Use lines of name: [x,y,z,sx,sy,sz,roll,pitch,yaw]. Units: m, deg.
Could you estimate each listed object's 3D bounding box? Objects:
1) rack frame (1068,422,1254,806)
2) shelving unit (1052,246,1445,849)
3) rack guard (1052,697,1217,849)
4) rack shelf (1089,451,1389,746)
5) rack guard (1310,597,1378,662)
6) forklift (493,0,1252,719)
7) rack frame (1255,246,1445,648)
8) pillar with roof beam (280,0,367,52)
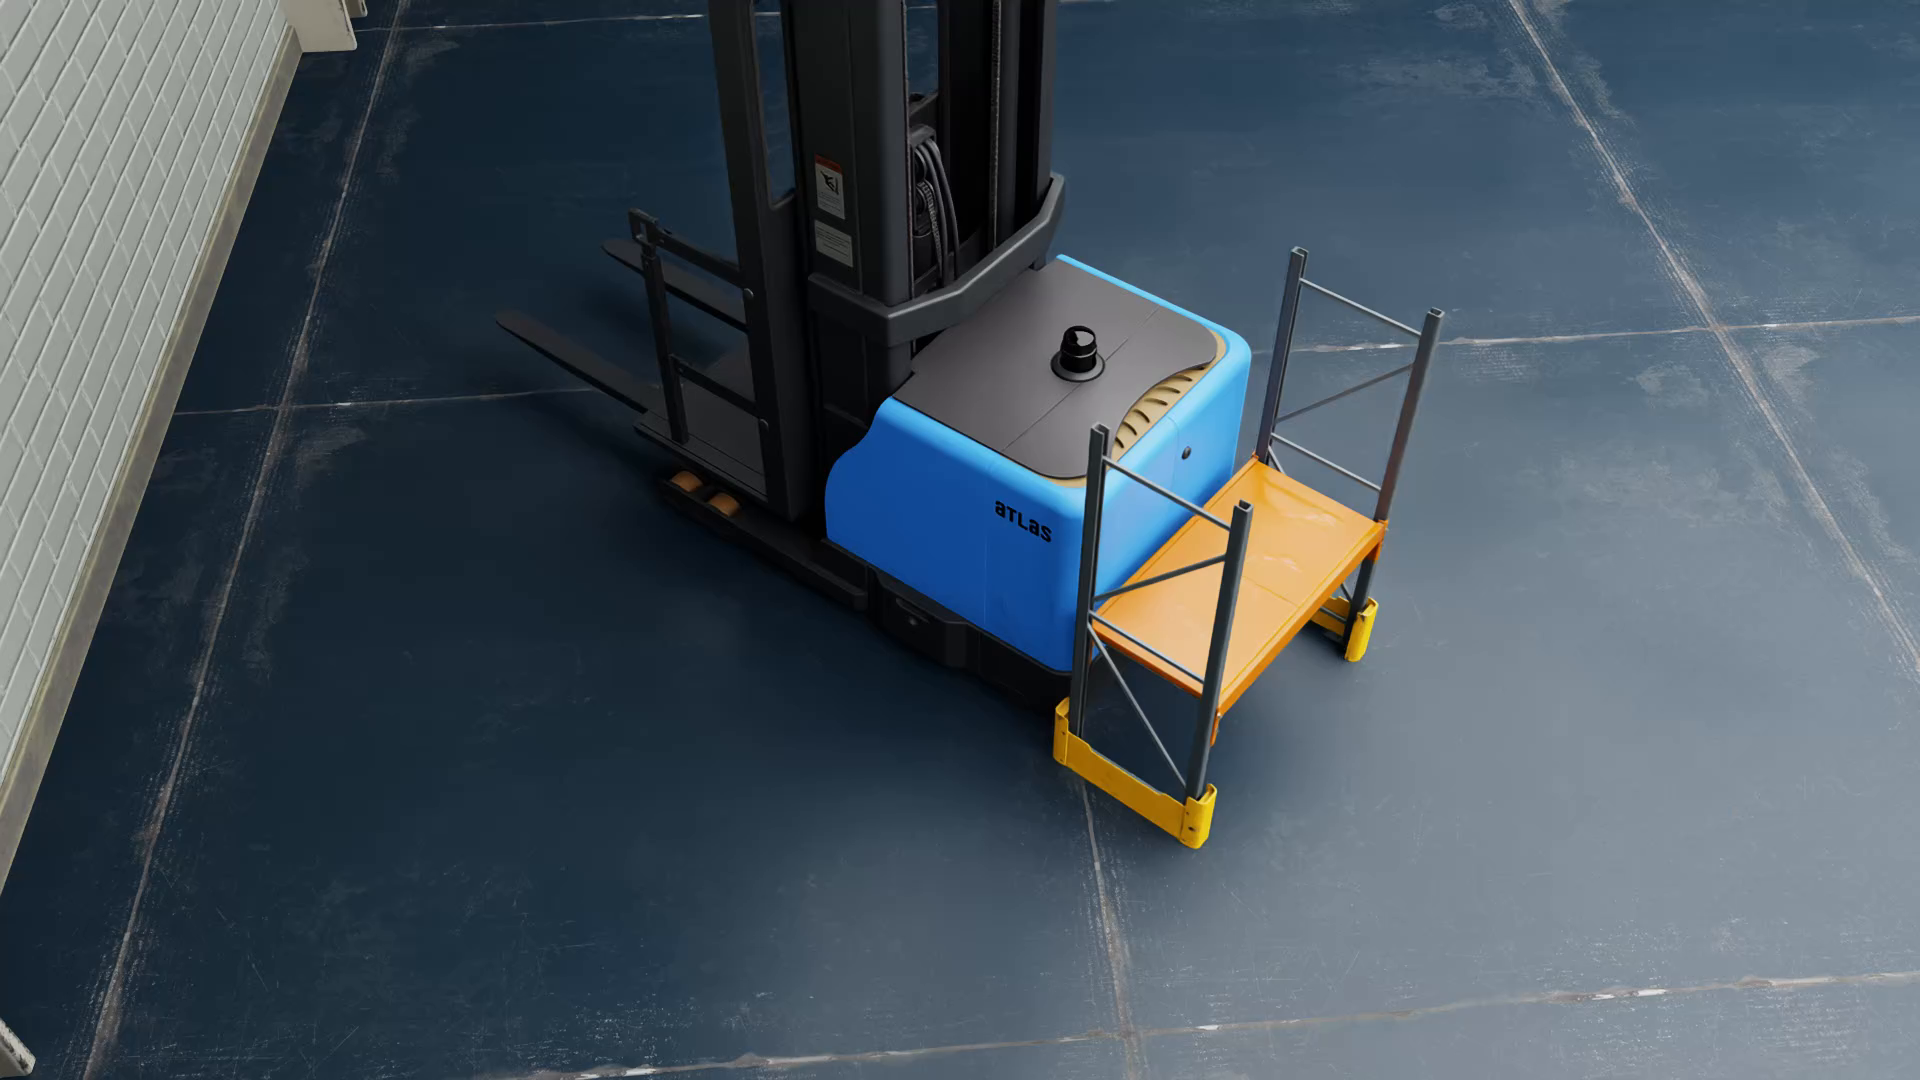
rack frame: [0.553,0.321,4.913,0.500,1.500,0.032,31,54,26]
shelving unit: [0.871,0.041,5.178,0.587,1.500,1.083,31,54,26]
rack guard: [0.554,0.750,5.368,0.587,0.250,0.087,31,54,26]
rack shelf: [0.877,0.160,5.313,0.538,0.185,1.000,31,54,26]
rack guard: [1.188,0.192,5.896,0.587,0.250,0.087,31,54,26]
forklift: [-0.513,-1.295,5.457,3.031,2.935,1.130,29,53,25]
rack frame: [1.200,-0.249,5.452,0.500,1.500,0.032,31,54,26]
pillar with roof beam: [0.967,-6.046,5.778,9.100,9.000,0.400,-3,47,-3]
